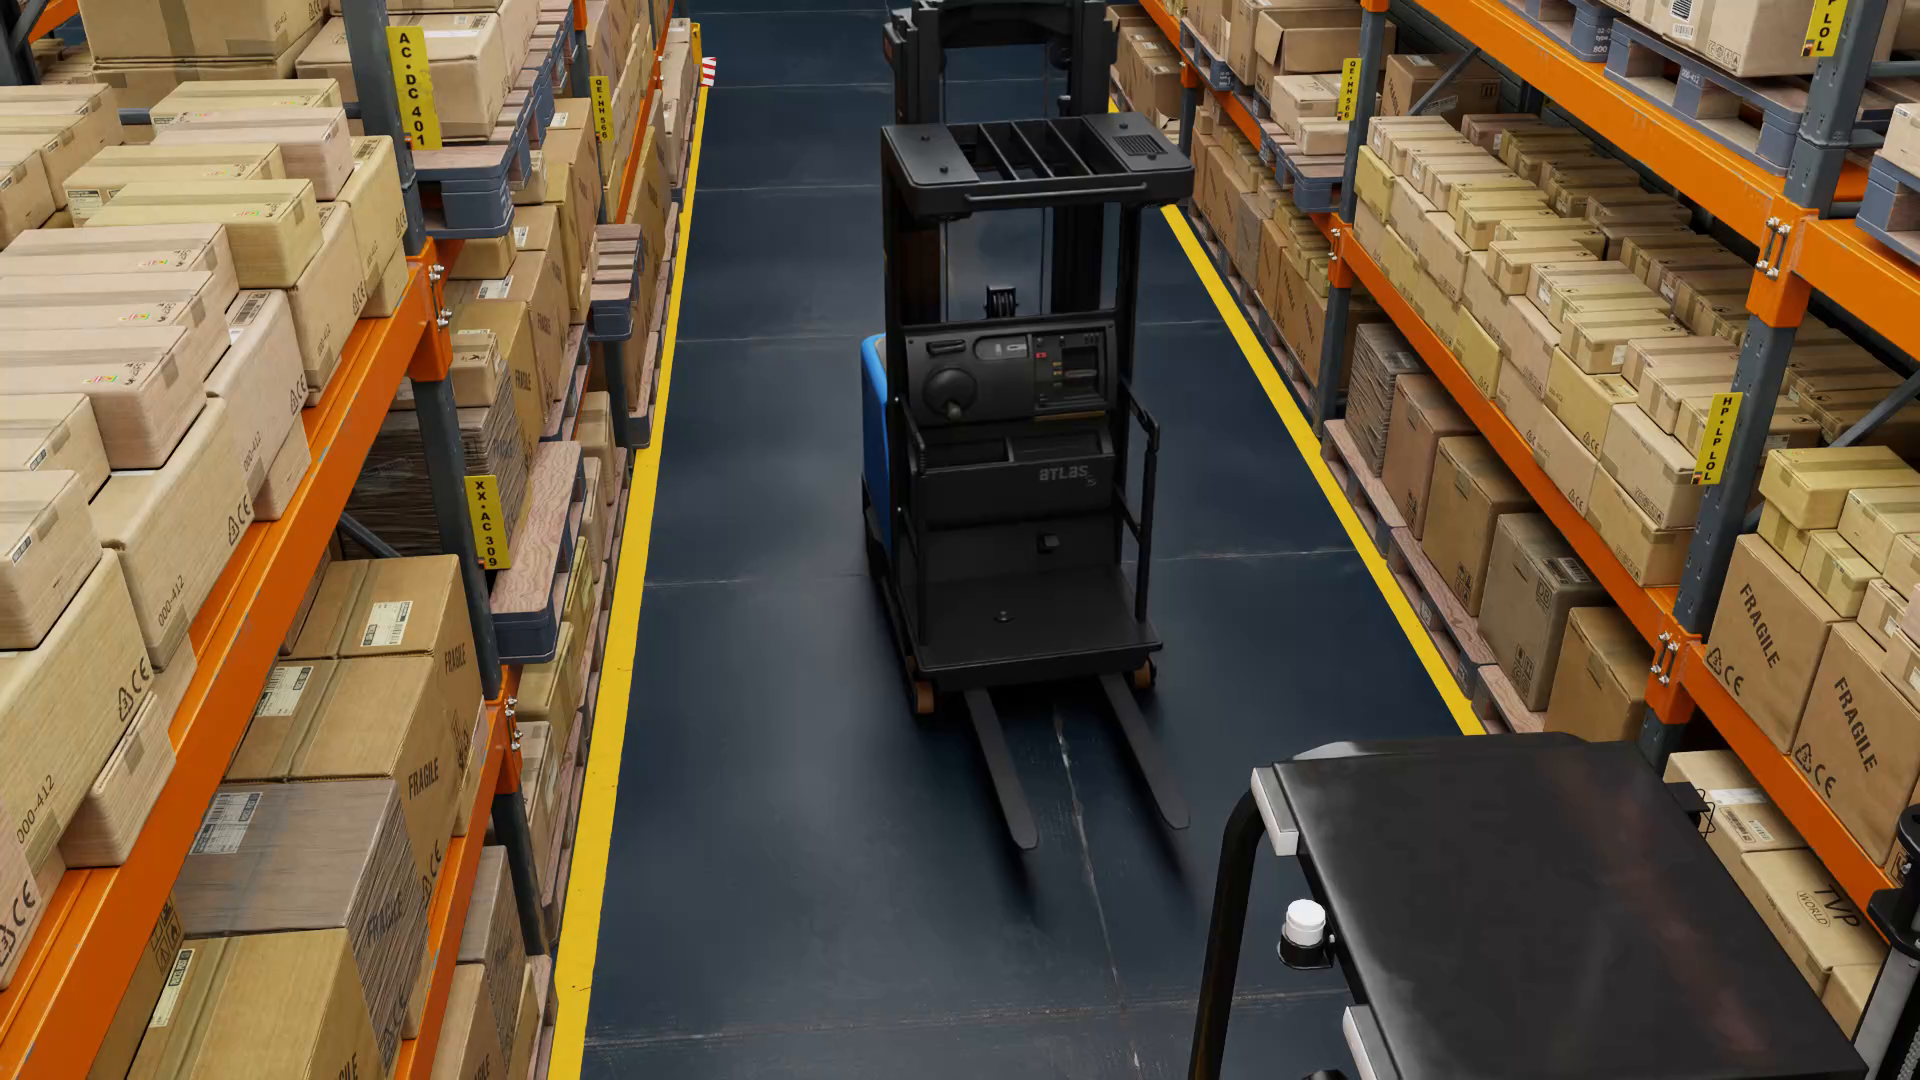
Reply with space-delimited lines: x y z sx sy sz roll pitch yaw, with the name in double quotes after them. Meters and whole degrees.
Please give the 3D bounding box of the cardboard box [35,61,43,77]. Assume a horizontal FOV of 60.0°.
-8.164 -4.023 14.351 0.380 0.149 0.250 -4 31 -7 "cardboard box"

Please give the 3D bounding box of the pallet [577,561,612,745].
-2.173 0.526 7.664 1.003 0.211 1.213 -3 31 -5 "pallet"

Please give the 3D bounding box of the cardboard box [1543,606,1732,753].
2.900 0.684 6.586 0.875 0.625 0.625 -1 31 -2 "cardboard box"

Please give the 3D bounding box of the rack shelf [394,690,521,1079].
-1.795 1.680 3.713 1.077 0.370 4.000 -3 31 -5 "rack shelf"

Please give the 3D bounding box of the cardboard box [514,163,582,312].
-1.929 -1.303 7.209 0.500 0.500 0.500 -5 31 -8 "cardboard box"

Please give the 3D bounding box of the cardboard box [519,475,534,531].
-1.734 -0.147 5.907 0.380 0.149 0.250 -2 31 -4 "cardboard box"

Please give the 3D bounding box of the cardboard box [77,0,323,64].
-2.163 -1.558 4.757 0.500 0.250 0.500 -2 31 -3 "cardboard box"

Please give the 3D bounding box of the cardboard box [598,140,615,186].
-2.157 -2.113 9.021 0.500 0.250 0.500 -3 31 -5 "cardboard box"

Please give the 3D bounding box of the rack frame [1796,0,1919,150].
2.960 -2.465 4.101 1.000 3.000 0.127 -3 31 -5 "rack frame"

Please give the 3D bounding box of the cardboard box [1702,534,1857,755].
2.741 0.307 5.214 0.500 0.500 0.500 -4 31 -6 "cardboard box"

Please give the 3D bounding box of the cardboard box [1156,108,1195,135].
1.834 -3.433 13.829 0.396 0.266 0.258 -2 31 -3 "cardboard box"

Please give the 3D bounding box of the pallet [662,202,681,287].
-2.582 -2.147 12.138 1.003 0.211 1.213 -3 31 -5 "pallet"

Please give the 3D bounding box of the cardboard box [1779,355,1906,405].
3.167 -0.540 5.999 0.380 0.149 0.250 -4 31 -6 "cardboard box"

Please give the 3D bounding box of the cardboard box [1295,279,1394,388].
2.332 -1.244 9.936 0.500 0.500 0.500 -2 31 -3 "cardboard box"

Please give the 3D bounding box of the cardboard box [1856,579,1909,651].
2.805 0.228 4.713 0.380 0.149 0.250 -3 31 -5 "cardboard box"

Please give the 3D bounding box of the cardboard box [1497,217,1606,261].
2.574 -1.290 7.254 0.380 0.149 0.250 -3 31 -5 "cardboard box"

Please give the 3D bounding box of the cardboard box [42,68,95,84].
-7.562 -3.914 14.169 0.380 0.149 0.250 -2 31 -3 "cardboard box"

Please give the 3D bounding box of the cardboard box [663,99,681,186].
-2.681 -3.140 13.171 0.875 0.438 0.875 -3 31 -5 "cardboard box"

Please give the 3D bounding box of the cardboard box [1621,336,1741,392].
2.694 -0.633 6.154 0.380 0.149 0.250 -3 31 -5 "cardboard box"

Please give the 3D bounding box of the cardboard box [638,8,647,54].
-2.392 -3.416 11.203 0.500 0.250 0.500 -2 31 -3 "cardboard box"

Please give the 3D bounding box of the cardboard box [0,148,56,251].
-2.209 -0.729 3.587 0.380 0.149 0.250 -4 31 -6 "cardboard box"

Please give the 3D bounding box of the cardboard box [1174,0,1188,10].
1.922 -4.285 12.856 0.500 0.250 0.500 -2 31 -3 "cardboard box"

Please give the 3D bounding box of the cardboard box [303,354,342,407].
-1.665 -0.421 3.849 0.380 0.149 0.250 -2 31 -4 "cardboard box"

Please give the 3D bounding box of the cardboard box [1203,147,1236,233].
2.093 -2.552 12.125 0.500 0.500 0.500 -3 31 -5 "cardboard box"

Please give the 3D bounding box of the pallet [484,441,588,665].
-1.909 0.035 5.953 1.003 0.211 1.213 -3 31 -5 "pallet"

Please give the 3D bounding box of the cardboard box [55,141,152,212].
-2.214 -0.763 4.033 0.500 0.250 0.500 -3 31 -6 "cardboard box"

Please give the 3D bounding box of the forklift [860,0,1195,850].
0.271 -0.682 7.033 1.130 2.935 3.031 -6 31 -10 "forklift"

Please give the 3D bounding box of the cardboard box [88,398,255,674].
-1.529 -0.011 2.774 0.500 0.250 0.500 -2 31 -4 "cardboard box"

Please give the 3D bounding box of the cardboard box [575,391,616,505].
-2.313 -0.455 8.740 0.950 0.372 0.625 -5 31 -8 "cardboard box"

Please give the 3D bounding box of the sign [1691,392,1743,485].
2.420 -0.322 5.311 0.100 0.325 0.005 -3 31 -5 "sign"

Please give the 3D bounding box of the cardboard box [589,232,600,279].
-1.926 -1.348 7.918 0.380 0.149 0.250 -3 31 -5 "cardboard box"

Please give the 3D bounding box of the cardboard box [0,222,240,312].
-1.622 -0.489 3.187 0.380 0.149 0.250 -3 31 -6 "cardboard box"

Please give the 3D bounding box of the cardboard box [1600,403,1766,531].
2.659 -0.278 5.949 0.500 0.250 0.500 -3 31 -6 "cardboard box"

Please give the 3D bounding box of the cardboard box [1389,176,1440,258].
2.430 -1.588 8.142 0.500 0.250 0.500 -2 31 -3 "cardboard box"

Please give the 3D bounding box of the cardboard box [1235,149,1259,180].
2.144 -2.627 11.618 0.380 0.149 0.250 -3 31 -5 "cardboard box"

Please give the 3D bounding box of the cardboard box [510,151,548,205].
-1.922 -1.500 6.906 0.380 0.149 0.250 -4 31 -7 "cardboard box"

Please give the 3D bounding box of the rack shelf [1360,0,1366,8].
2.399 -3.932 10.184 1.077 0.370 4.000 -3 31 -5 "rack shelf"

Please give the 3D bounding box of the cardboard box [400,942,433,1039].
-1.550 1.126 4.184 0.380 0.149 0.250 -3 31 -5 "cardboard box"

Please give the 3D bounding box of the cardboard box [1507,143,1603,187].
2.917 -1.833 8.164 0.380 0.149 0.250 -3 31 -5 "cardboard box"

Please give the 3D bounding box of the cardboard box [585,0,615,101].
-2.214 -2.680 9.240 0.500 0.500 0.500 -3 31 -4 "cardboard box"

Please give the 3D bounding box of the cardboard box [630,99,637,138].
-2.309 -2.671 10.442 0.500 0.250 0.500 -3 31 -5 "cardboard box"

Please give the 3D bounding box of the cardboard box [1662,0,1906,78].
2.649 -1.720 5.359 0.500 0.311 0.500 -4 31 -6 "cardboard box"

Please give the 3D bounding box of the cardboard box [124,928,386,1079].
-1.532 1.183 3.457 0.500 0.500 0.500 -3 31 -6 "cardboard box"

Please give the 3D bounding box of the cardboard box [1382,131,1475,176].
2.349 -1.940 8.343 0.380 0.149 0.250 -2 31 -4 "cardboard box"

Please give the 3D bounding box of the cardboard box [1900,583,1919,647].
2.763 0.234 4.413 0.380 0.149 0.250 -2 31 -3 "cardboard box"

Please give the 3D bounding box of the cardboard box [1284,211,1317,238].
2.271 -1.969 10.516 0.380 0.149 0.250 -2 31 -3 "cardboard box"

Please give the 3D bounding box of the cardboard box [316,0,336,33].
-2.223 -1.603 5.321 0.500 0.250 0.500 -2 31 -4 "cardboard box"

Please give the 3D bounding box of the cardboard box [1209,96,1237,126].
2.053 -3.161 12.222 0.380 0.149 0.250 -4 31 -7 "cardboard box"

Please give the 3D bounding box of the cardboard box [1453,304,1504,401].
2.528 -0.844 7.385 0.500 0.250 0.500 -2 31 -3 "cardboard box"

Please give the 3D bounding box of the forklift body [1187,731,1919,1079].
1.340 1.636 3.913 2.313 2.155 1.214 -3 31 -5 "forklift body"

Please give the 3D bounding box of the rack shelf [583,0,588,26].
-2.543 -3.692 9.782 1.077 0.370 4.000 -3 31 -5 "rack shelf"

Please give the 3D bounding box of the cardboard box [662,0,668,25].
-2.556 -4.286 12.903 0.500 0.500 0.500 -3 31 -4 "cardboard box"

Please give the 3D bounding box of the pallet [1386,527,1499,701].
2.735 0.309 8.027 1.003 0.211 1.213 -3 31 -5 "pallet"

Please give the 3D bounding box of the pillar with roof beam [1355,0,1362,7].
-1.242 -6.742 11.262 9.100 9.000 0.400 -3 31 -5 "pillar with roof beam"

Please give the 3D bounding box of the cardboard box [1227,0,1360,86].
2.156 -3.274 10.800 0.700 0.500 0.500 -3 31 -5 "cardboard box"

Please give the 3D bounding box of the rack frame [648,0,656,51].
-2.730 -3.734 12.076 1.000 3.000 0.127 -3 31 -5 "rack frame"

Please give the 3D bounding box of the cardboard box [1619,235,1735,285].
3.044 -1.181 7.072 0.380 0.149 0.250 -2 31 -4 "cardboard box"

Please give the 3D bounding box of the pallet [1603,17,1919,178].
2.864 -1.545 5.673 0.805 0.209 1.217 -4 31 -7 "pallet"
